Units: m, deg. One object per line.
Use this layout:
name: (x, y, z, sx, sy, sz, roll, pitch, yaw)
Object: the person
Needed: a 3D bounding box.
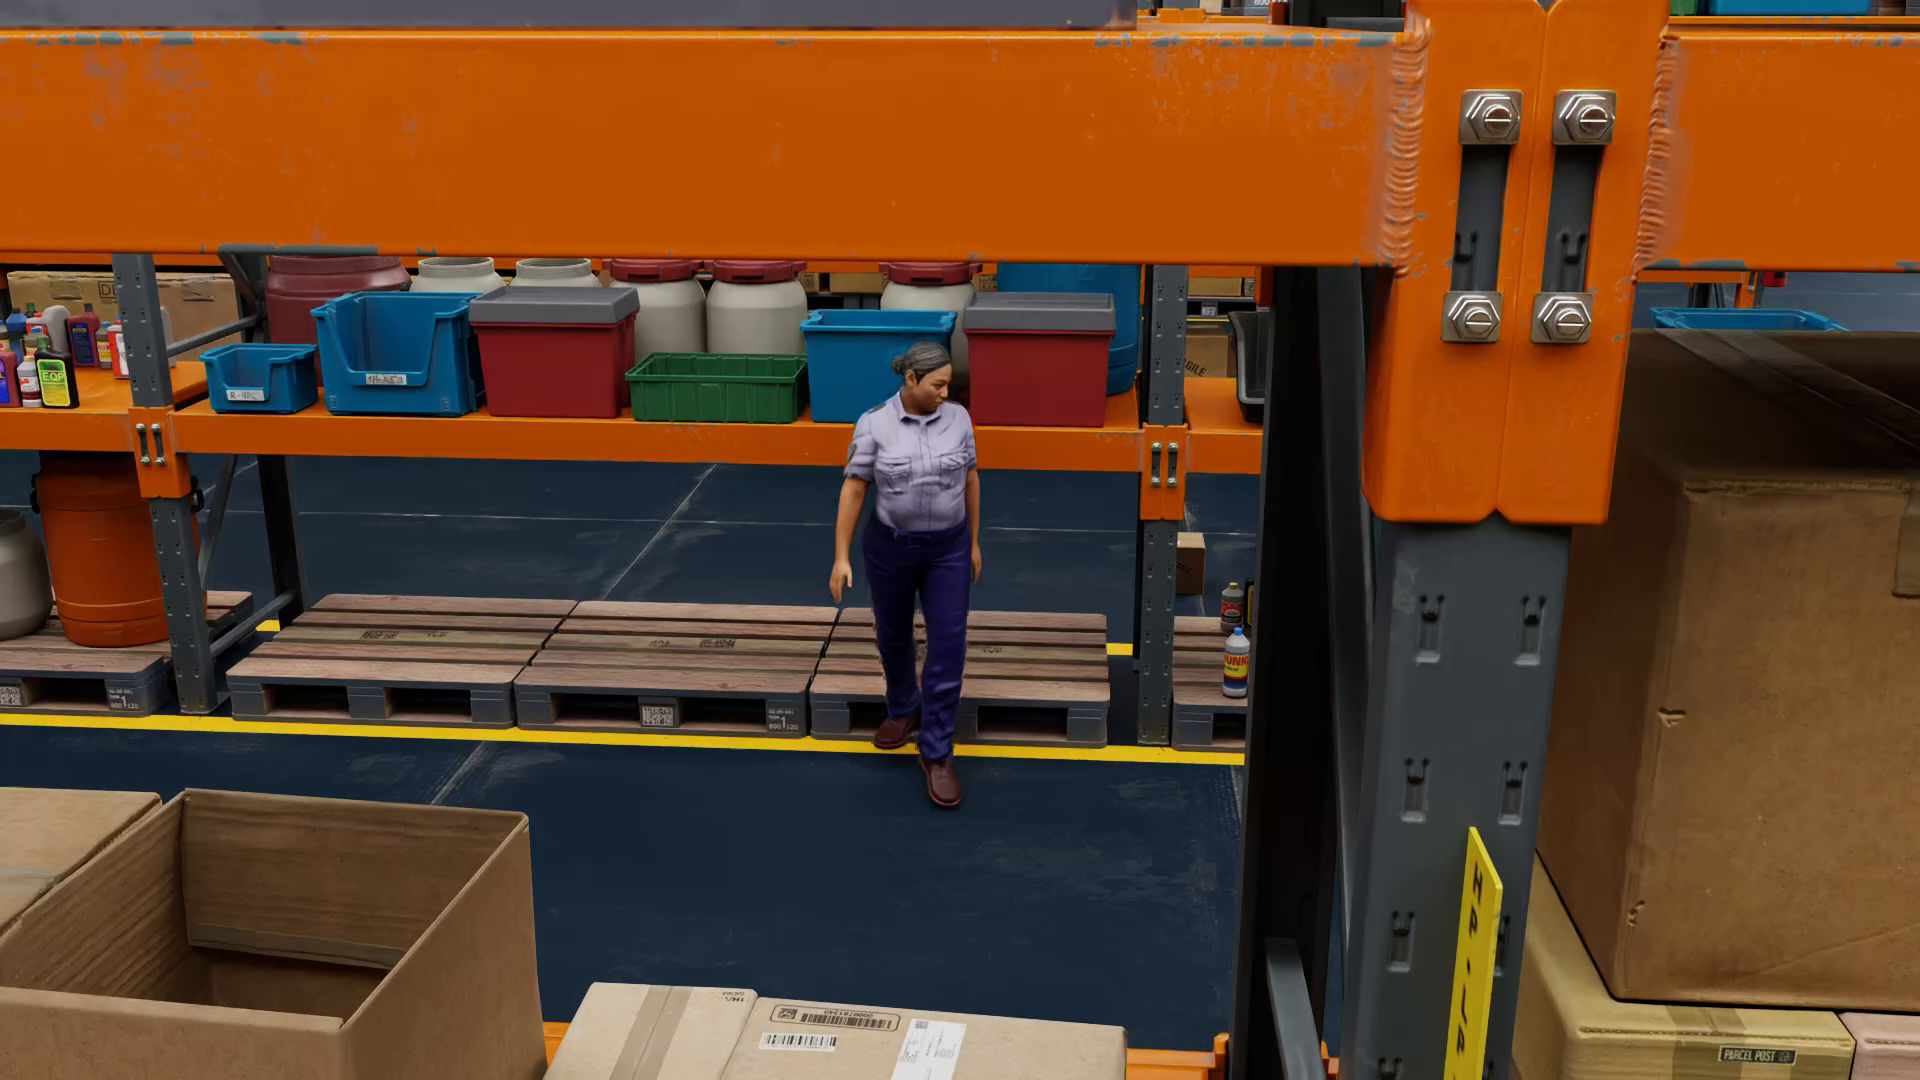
person: (-0.195, 0.091, 6.152, 0.580, 1.664, 0.699, -1, 18, -5)
